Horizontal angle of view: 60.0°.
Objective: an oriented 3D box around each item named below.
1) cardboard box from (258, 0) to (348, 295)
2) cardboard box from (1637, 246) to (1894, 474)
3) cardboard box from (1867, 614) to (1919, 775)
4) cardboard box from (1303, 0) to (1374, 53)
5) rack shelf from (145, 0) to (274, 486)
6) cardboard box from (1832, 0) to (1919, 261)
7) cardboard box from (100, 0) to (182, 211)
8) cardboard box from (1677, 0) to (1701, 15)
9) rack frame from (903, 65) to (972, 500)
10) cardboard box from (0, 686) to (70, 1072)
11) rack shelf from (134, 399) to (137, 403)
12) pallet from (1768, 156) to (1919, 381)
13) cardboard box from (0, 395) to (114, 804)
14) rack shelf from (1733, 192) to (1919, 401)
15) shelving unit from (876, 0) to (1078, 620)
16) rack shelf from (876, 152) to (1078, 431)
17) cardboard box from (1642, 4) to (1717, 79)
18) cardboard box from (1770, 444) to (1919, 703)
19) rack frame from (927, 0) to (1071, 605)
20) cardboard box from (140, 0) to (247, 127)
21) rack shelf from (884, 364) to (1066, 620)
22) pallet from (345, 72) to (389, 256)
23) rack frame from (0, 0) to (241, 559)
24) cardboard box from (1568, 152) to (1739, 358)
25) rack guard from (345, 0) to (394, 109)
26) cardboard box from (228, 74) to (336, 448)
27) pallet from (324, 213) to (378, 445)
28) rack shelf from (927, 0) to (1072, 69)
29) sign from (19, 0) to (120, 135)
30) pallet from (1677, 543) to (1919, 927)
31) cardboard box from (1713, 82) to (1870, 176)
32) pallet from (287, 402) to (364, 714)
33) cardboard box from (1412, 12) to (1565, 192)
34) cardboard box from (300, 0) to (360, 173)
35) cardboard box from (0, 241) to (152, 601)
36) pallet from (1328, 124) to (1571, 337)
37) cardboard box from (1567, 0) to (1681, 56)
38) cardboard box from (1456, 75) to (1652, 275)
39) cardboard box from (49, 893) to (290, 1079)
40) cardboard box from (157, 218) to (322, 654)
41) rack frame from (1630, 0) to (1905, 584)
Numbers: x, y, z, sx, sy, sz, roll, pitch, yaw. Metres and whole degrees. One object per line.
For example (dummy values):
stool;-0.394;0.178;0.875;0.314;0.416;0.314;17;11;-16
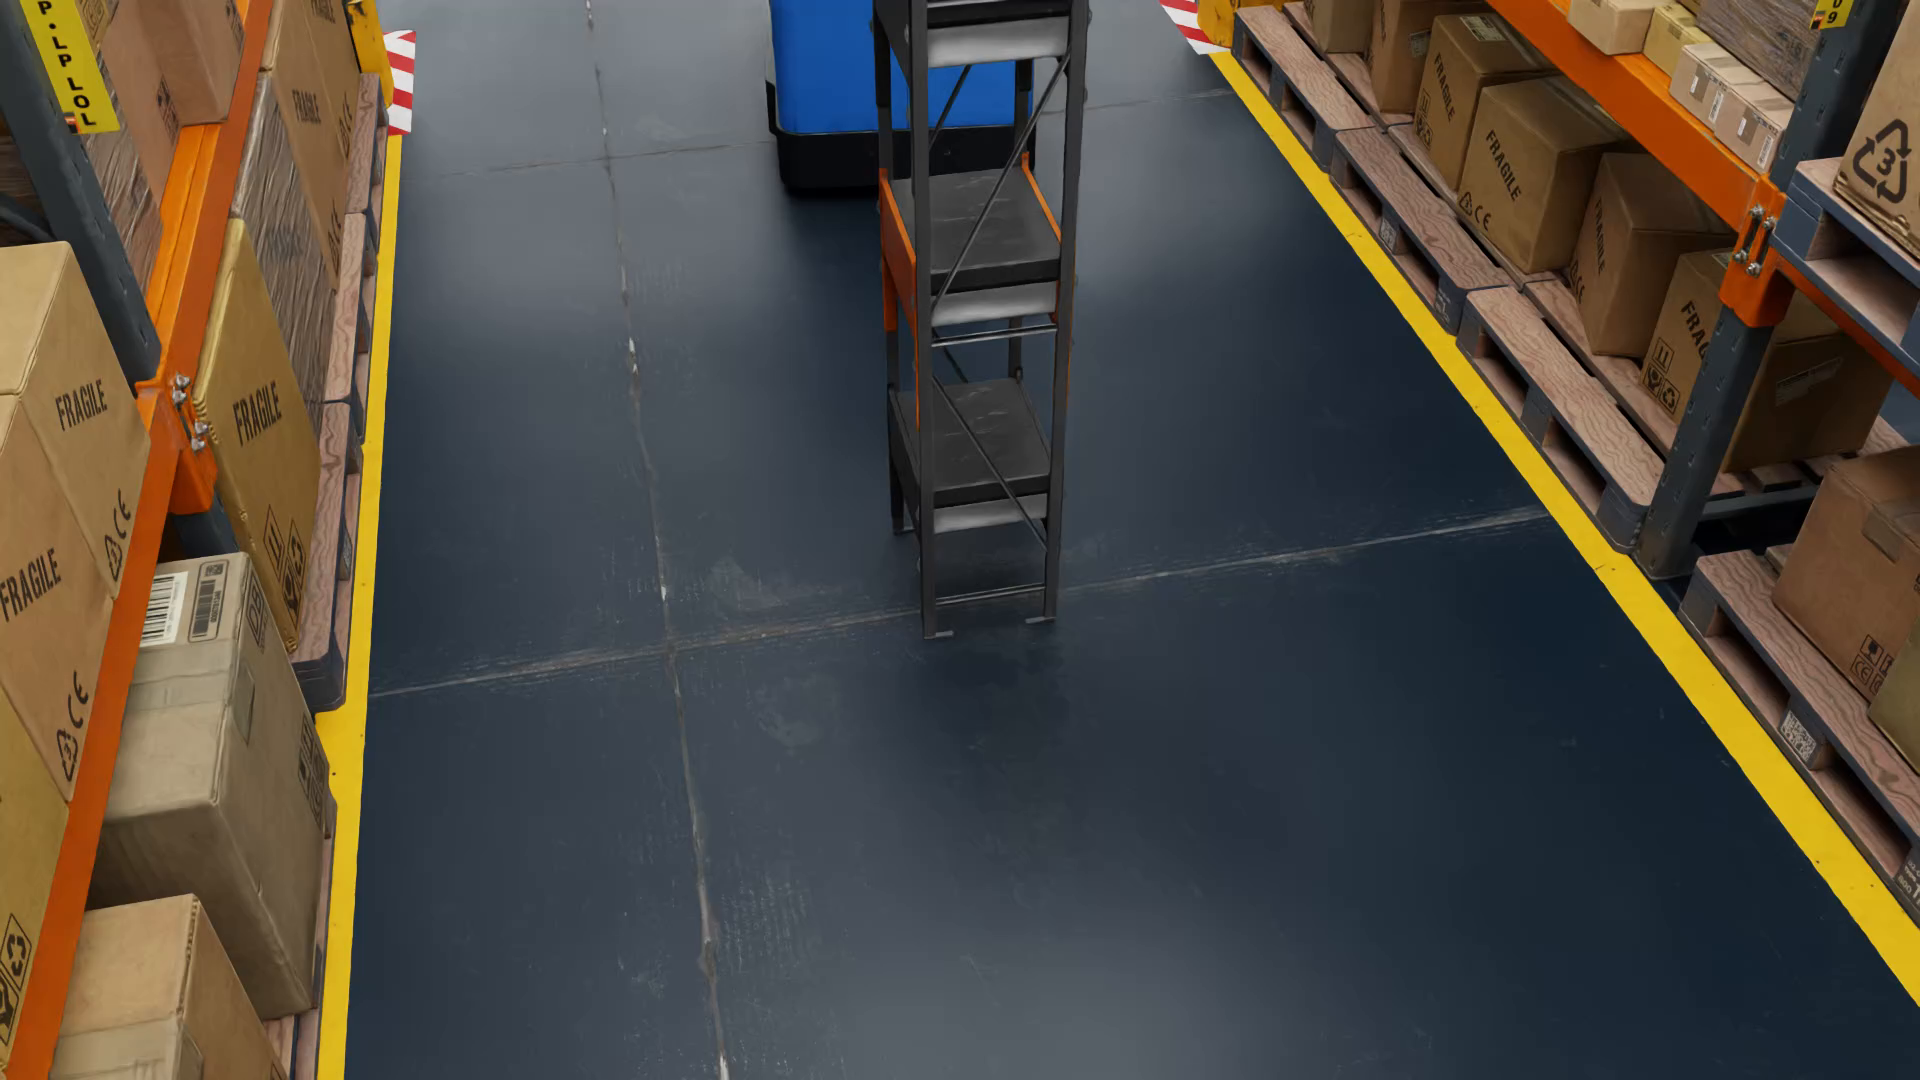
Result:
cardboard box;-2.731;-1.411;5.864;0.875;0.875;0.875;-9;42;-10
cardboard box;2.547;-0.588;5.220;0.500;0.500;0.500;-10;42;-11
cardboard box;2.790;0.382;4.111;0.700;0.500;0.500;-9;42;-10
cardboard box;1.849;-2.509;7.383;0.500;0.500;0.500;-1;42;-1
rack shelf;-2.702;-1.483;5.203;1.077;0.370;4.000;-8;42;-9
cardboard box;2.629;-0.947;3.289;1.000;1.000;1.000;-8;42;-9
cardboard box;-2.503;-1.102;4.119;0.875;0.550;0.550;-8;42;-9
cardboard box;2.484;-1.879;4.808;0.875;0.500;0.500;-8;42;-9
rack frame;-0.018;-0.836;4.610;0.380;1.831;0.006;-8;42;-9
cardboard box;-1.679;0.462;2.395;0.500;0.500;0.500;-8;42;-9
rack shelf;-1.839;1.037;2.217;0.919;0.124;3.809;-8;42;-9
pallet;2.617;-0.513;3.713;1.003;0.211;1.213;-8;42;-9
cardboard box;-1.788;0.134;2.764;0.500;0.500;0.500;-9;42;-10
rack shelf;3.026;0.465;3.009;1.077;0.370;4.000;-8;42;-9
shelving unit;-5.628;-0.965;2.385;12.070;5.092;0.667;-8;42;-9
rack shelf;0.036;-0.668;4.441;0.431;0.518;0.480;-8;42;-9
cardboard box;2.221;-1.438;4.800;0.380;0.149;0.250;-8;42;-9
cardboard box;2.706;0.071;4.462;0.700;0.500;0.500;-11;43;-13
rack frame;0.087;-0.520;4.254;0.380;1.831;0.006;-8;42;-9
cardboard box;-2.504;-1.469;4.533;0.875;0.550;0.550;-8;42;-9
rack shelf;0.036;-0.144;4.906;0.431;0.518;0.480;-8;42;-9
pallet;-2.885;-1.498;6.779;1.003;0.211;1.213;-8;42;-9
rack frame;-2.271;-0.456;3.504;1.000;3.000;0.127;-8;42;-9
cardboard box;2.224;-2.451;6.008;1.144;2.239;2.984;4;42;4
rack guard;-3.139;-2.129;7.272;1.175;0.500;0.348;-8;42;-9
cardboard box;-2.536;-0.820;5.198;0.875;0.875;0.875;-8;42;-9
pallet;-2.625;-0.709;5.890;1.003;0.211;1.213;-8;42;-9
rack shelf;0.036;-1.294;3.886;0.368;0.174;0.457;-8;42;-9
sign;-1.743;-0.943;3.240;0.100;0.325;0.005;-8;42;-9
pallet;2.764;0.447;4.588;1.003;0.211;1.213;-8;42;-9
cardboard box;2.261;-1.104;4.424;0.380;0.149;0.250;-8;42;-9
pallet;-2.358;0.083;4.997;1.003;0.211;1.213;-8;42;-9
cardboard box;2.128;-1.718;6.492;0.500;0.500;0.500;-5;42;-5
cardboard box;-2.923;-1.981;6.506;0.875;0.875;0.875;-8;42;-9
cardboard box;-1.897;-0.193;3.133;0.500;0.500;0.500;-9;42;-10
pallet;2.148;-1.281;6.534;1.003;0.211;1.213;-8;42;-9
cardboard box;2.058;-1.584;4.964;0.380;0.149;0.250;-8;42;-9
cardboard box;2.205;-1.349;6.077;0.500;0.500;0.500;-12;43;-13
cardboard box;-1.844;1.244;2.967;1.050;0.750;0.750;-8;42;-9
cardboard box;-2.338;-0.236;4.540;0.875;0.875;0.875;-8;42;-9
rack frame;2.594;-1.101;4.231;1.000;3.000;0.127;-8;42;-9
